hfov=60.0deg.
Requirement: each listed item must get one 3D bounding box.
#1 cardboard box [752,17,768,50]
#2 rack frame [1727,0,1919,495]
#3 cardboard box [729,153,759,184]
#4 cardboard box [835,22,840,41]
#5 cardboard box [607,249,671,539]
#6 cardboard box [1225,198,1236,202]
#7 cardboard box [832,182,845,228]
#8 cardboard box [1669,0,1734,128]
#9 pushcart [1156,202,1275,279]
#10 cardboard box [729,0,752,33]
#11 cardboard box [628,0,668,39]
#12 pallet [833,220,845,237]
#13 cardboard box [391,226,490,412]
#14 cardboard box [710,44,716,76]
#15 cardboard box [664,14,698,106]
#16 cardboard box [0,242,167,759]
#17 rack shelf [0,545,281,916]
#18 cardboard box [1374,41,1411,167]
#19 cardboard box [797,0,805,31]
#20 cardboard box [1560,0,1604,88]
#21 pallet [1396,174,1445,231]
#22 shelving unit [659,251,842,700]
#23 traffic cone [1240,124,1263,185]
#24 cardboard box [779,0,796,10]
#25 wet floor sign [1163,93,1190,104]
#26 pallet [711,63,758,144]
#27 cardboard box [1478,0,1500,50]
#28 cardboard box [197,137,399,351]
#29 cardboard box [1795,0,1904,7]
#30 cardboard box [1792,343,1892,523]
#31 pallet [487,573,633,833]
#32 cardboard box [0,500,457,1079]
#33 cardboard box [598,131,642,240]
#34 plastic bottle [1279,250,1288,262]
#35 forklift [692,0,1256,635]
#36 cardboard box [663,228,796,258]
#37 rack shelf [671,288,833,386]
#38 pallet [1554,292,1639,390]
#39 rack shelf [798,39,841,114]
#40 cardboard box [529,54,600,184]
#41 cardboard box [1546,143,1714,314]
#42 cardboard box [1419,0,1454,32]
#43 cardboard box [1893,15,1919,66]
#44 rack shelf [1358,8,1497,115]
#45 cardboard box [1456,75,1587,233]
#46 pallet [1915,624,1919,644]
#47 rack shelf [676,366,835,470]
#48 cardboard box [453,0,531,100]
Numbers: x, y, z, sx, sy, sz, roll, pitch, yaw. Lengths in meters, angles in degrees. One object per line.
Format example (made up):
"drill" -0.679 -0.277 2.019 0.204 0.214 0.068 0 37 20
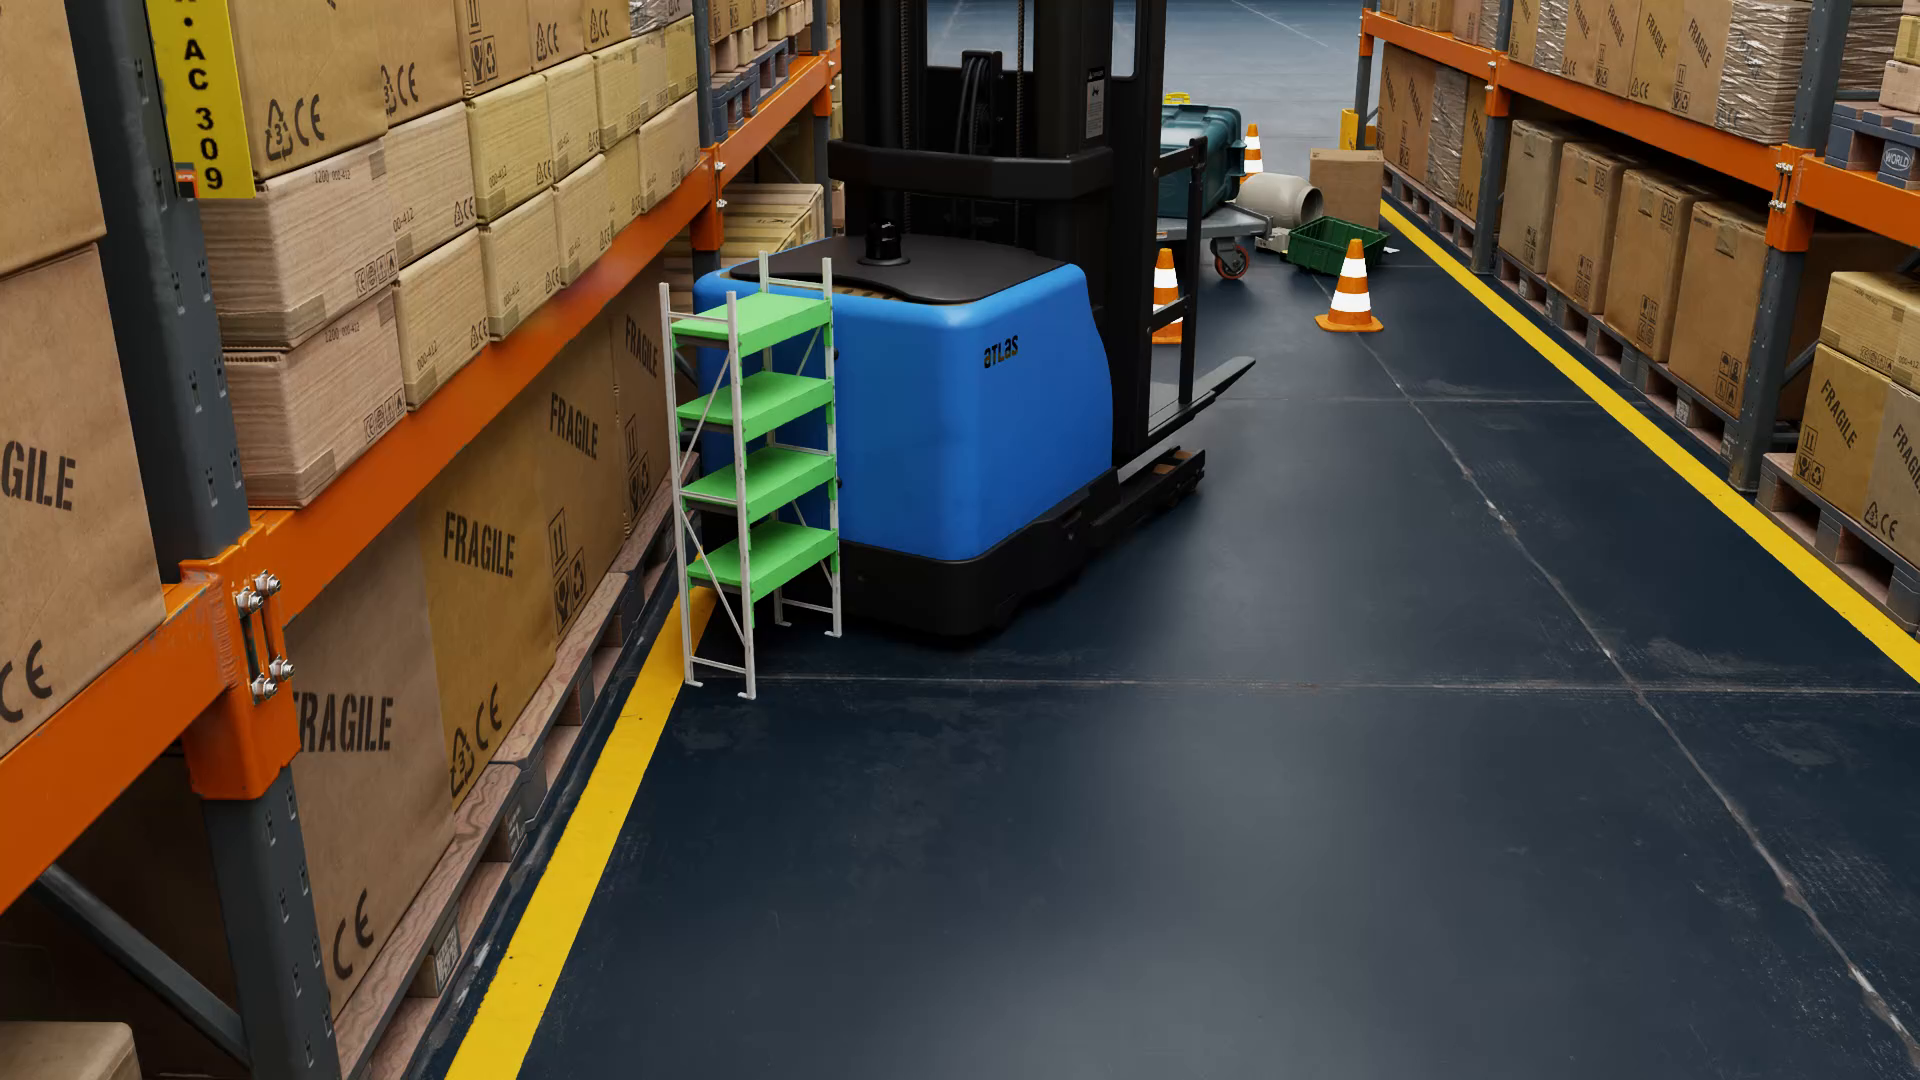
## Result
"cardboard box" -1.114 -2.390 7.808 0.380 0.149 0.250 1 21 3
"rack frame" 3.544 -1.594 5.990 1.000 3.000 0.127 1 21 2
"cardboard box" -1.536 -2.539 10.609 0.500 0.500 0.500 0 21 1
"cardboard box" -0.979 -3.329 10.809 0.380 0.149 0.250 1 21 3
"cardboard box" -1.511 -0.568 5.704 0.875 0.875 0.875 0 21 1
"cardboard box" 1.877 -2.407 11.866 0.396 0.266 0.258 4 22 11
"cardboard box" -0.998 -2.182 10.727 0.500 0.250 0.500 0 21 -1
"cardboard box" 3.306 -1.987 6.864 0.500 0.500 0.500 1 21 2
"pushcart" 0.995 -1.829 10.220 1.648 0.377 0.936 -7 22 -17
"cardboard box" -1.153 -2.342 6.787 0.500 0.500 0.500 2 21 4
"cardboard box" -1.169 -1.749 4.870 0.500 0.500 0.500 1 21 3
"pallet" -1.300 -2.001 10.895 1.003 0.211 1.213 1 21 2
"cardboard box" -1.237 -0.439 3.221 0.500 0.250 0.500 0 21 0
"cardboard box" -1.169 -1.908 6.566 0.380 0.149 0.250 -1 21 -2
"cardboard box" -1.168 -1.597 5.515 0.500 0.250 0.500 1 21 1
"cardboard box" -1.287 -0.042 1.852 0.500 0.500 0.500 1 21 2
"rack shelf" -1.590 0.893 0.576 1.077 0.370 4.000 1 21 2
"cardboard box" 3.833 -3.446 13.120 0.875 0.875 0.875 1 21 2
"cardboard box" -1.023 -2.759 8.760 0.380 0.149 0.250 0 21 1
"cardboard box" 3.348 -2.536 8.281 0.500 0.500 0.500 1 21 1
"pallet" 3.801 -2.457 12.068 1.003 0.211 1.213 1 21 2
"shelving unit" -0.594 -0.195 4.873 0.258 1.200 0.503 10 24 25
"traffic cone" 2.352 -3.127 13.449 0.336 0.463 0.334 1 21 2
"cardboard box" -1.106 -2.904 8.236 0.500 0.500 0.500 1 21 3
"wet floor sign" 1.809 -3.421 13.954 0.267 0.644 0.232 -3 21 -8
"pallet" -1.492 -1.781 6.738 1.213 0.211 1.003 1 21 2
"cardboard box" 3.665 -3.244 10.035 0.875 0.550 0.550 1 21 2
"cardboard box" -1.233 -0.485 2.648 0.500 0.250 0.500 0 21 0
"cardboard box" 3.567 -2.269 6.209 0.700 0.500 0.500 1 21 1
"cardboard box" 3.267 -0.371 5.715 0.500 0.500 0.500 0 21 -1
"pallet" -1.546 0.412 4.674 1.003 0.211 1.213 1 21 2
"cardboard box" -1.590 0.404 3.197 0.875 0.875 0.875 1 21 3
"cardboard box" -1.194 -0.989 4.640 0.500 0.250 0.500 0 21 1
"plastic bottle" 2.165 -1.787 10.549 0.133 0.061 0.283 -11 24 -26
"forklift" 0.306 -1.564 6.007 1.130 2.935 3.031 11 24 27
"cardboard box" -1.337 -1.328 8.356 0.950 0.372 0.625 1 21 3
"rack shelf" -0.594 -0.583 4.723 0.258 0.148 0.480 10 24 25
"pallet" 3.683 -1.018 8.361 1.003 0.211 1.213 1 21 2
"rack shelf" -1.225 -3.446 11.758 1.077 0.370 4.000 1 21 2
"cardboard box" -1.190 -1.039 4.075 0.500 0.250 0.500 0 21 0
"cardboard box" 3.703 -1.613 8.569 1.050 0.750 0.750 1 21 2
"cardboard box" 3.709 -3.829 11.544 0.875 0.550 0.500 1 21 2
"cardboard box" 3.328 -1.639 5.461 0.380 0.149 0.250 2 21 4
"rack shelf" 3.726 -3.428 11.712 1.077 0.370 4.000 1 21 2
"cardboard box" 3.755 -2.472 10.610 0.875 0.875 0.875 1 21 2
"pallet" 3.479 0.429 4.633 1.003 0.211 1.213 1 21 2
"rack shelf" -0.594 -0.359 4.809 0.258 0.148 0.480 10 24 25
"cardboard box" -1.222 -1.200 3.454 0.500 0.500 0.500 0 21 0
